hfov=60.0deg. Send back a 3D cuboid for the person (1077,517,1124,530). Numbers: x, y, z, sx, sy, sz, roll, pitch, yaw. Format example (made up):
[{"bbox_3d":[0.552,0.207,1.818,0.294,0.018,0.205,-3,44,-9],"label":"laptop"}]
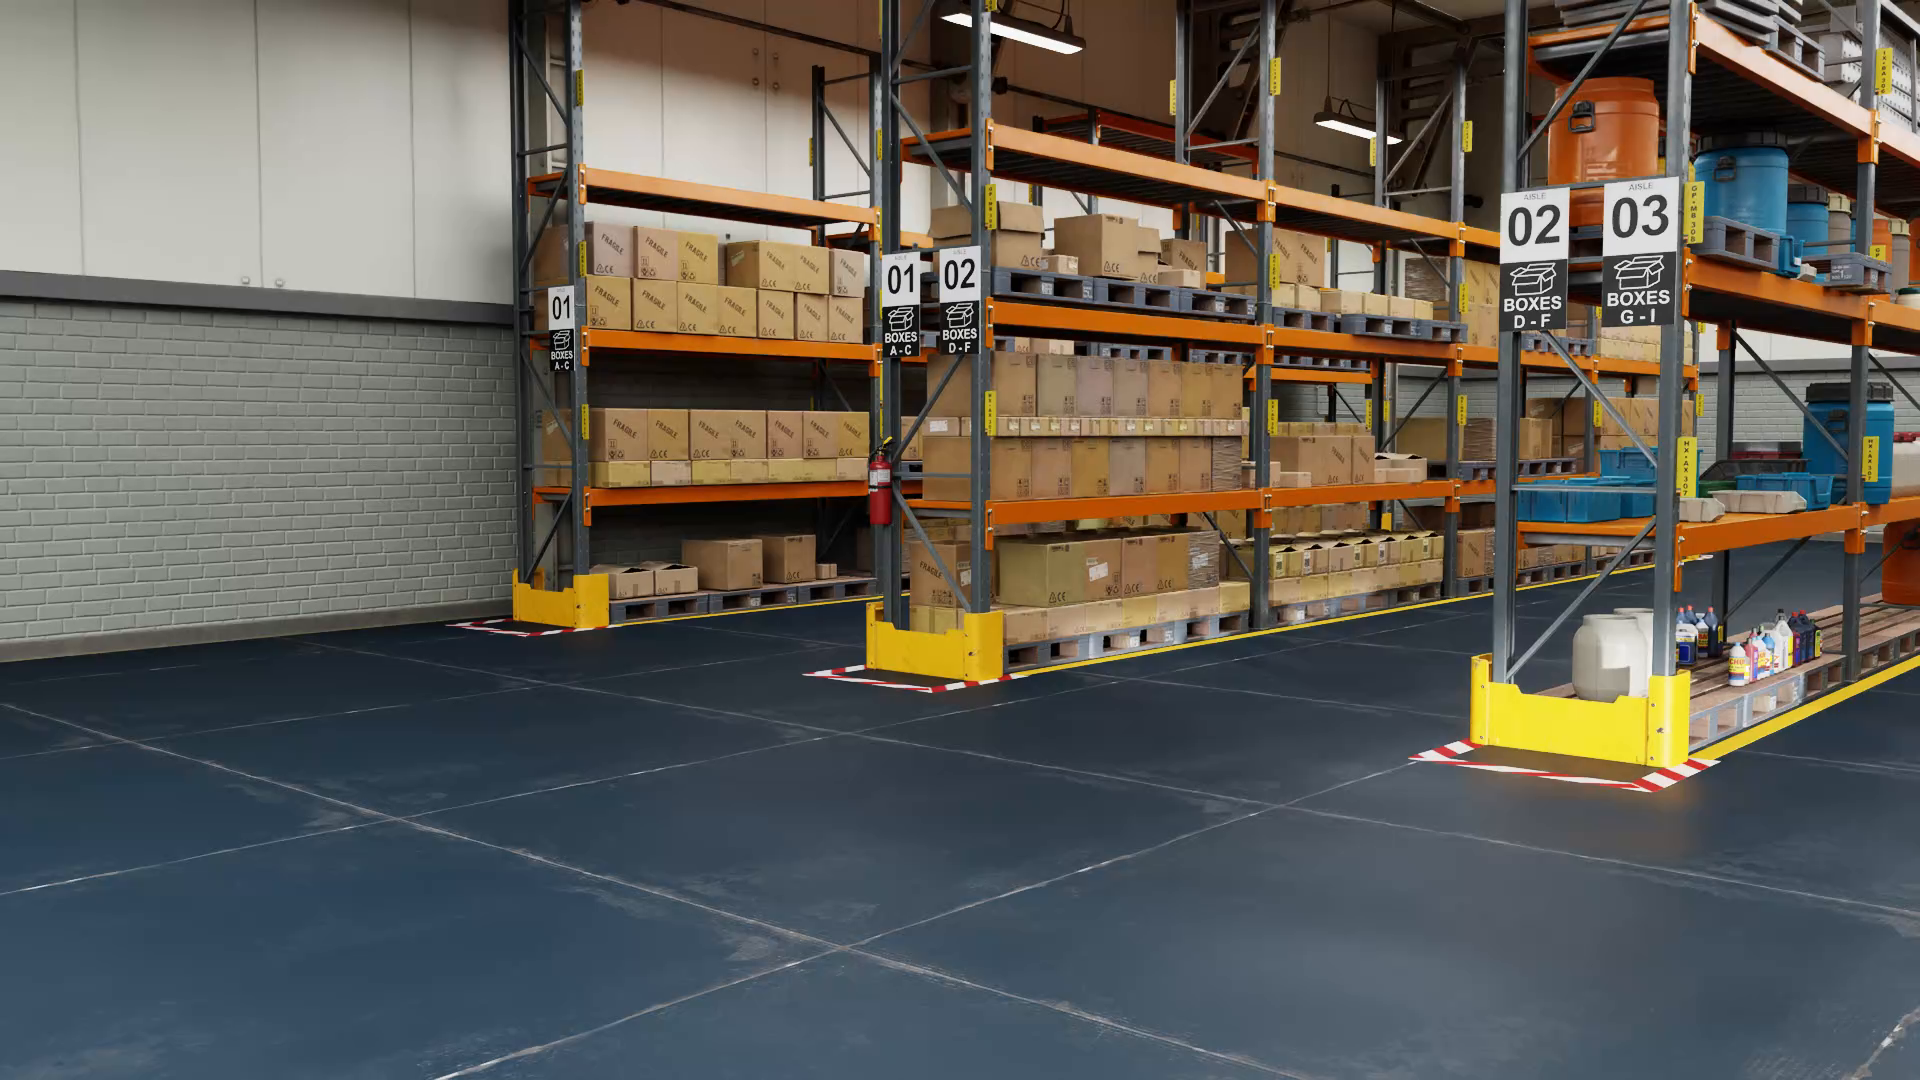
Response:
[{"bbox_3d":[1.405,0.083,16.888,0.511,1.333,0.668,3,5,41],"label":"person"}]
